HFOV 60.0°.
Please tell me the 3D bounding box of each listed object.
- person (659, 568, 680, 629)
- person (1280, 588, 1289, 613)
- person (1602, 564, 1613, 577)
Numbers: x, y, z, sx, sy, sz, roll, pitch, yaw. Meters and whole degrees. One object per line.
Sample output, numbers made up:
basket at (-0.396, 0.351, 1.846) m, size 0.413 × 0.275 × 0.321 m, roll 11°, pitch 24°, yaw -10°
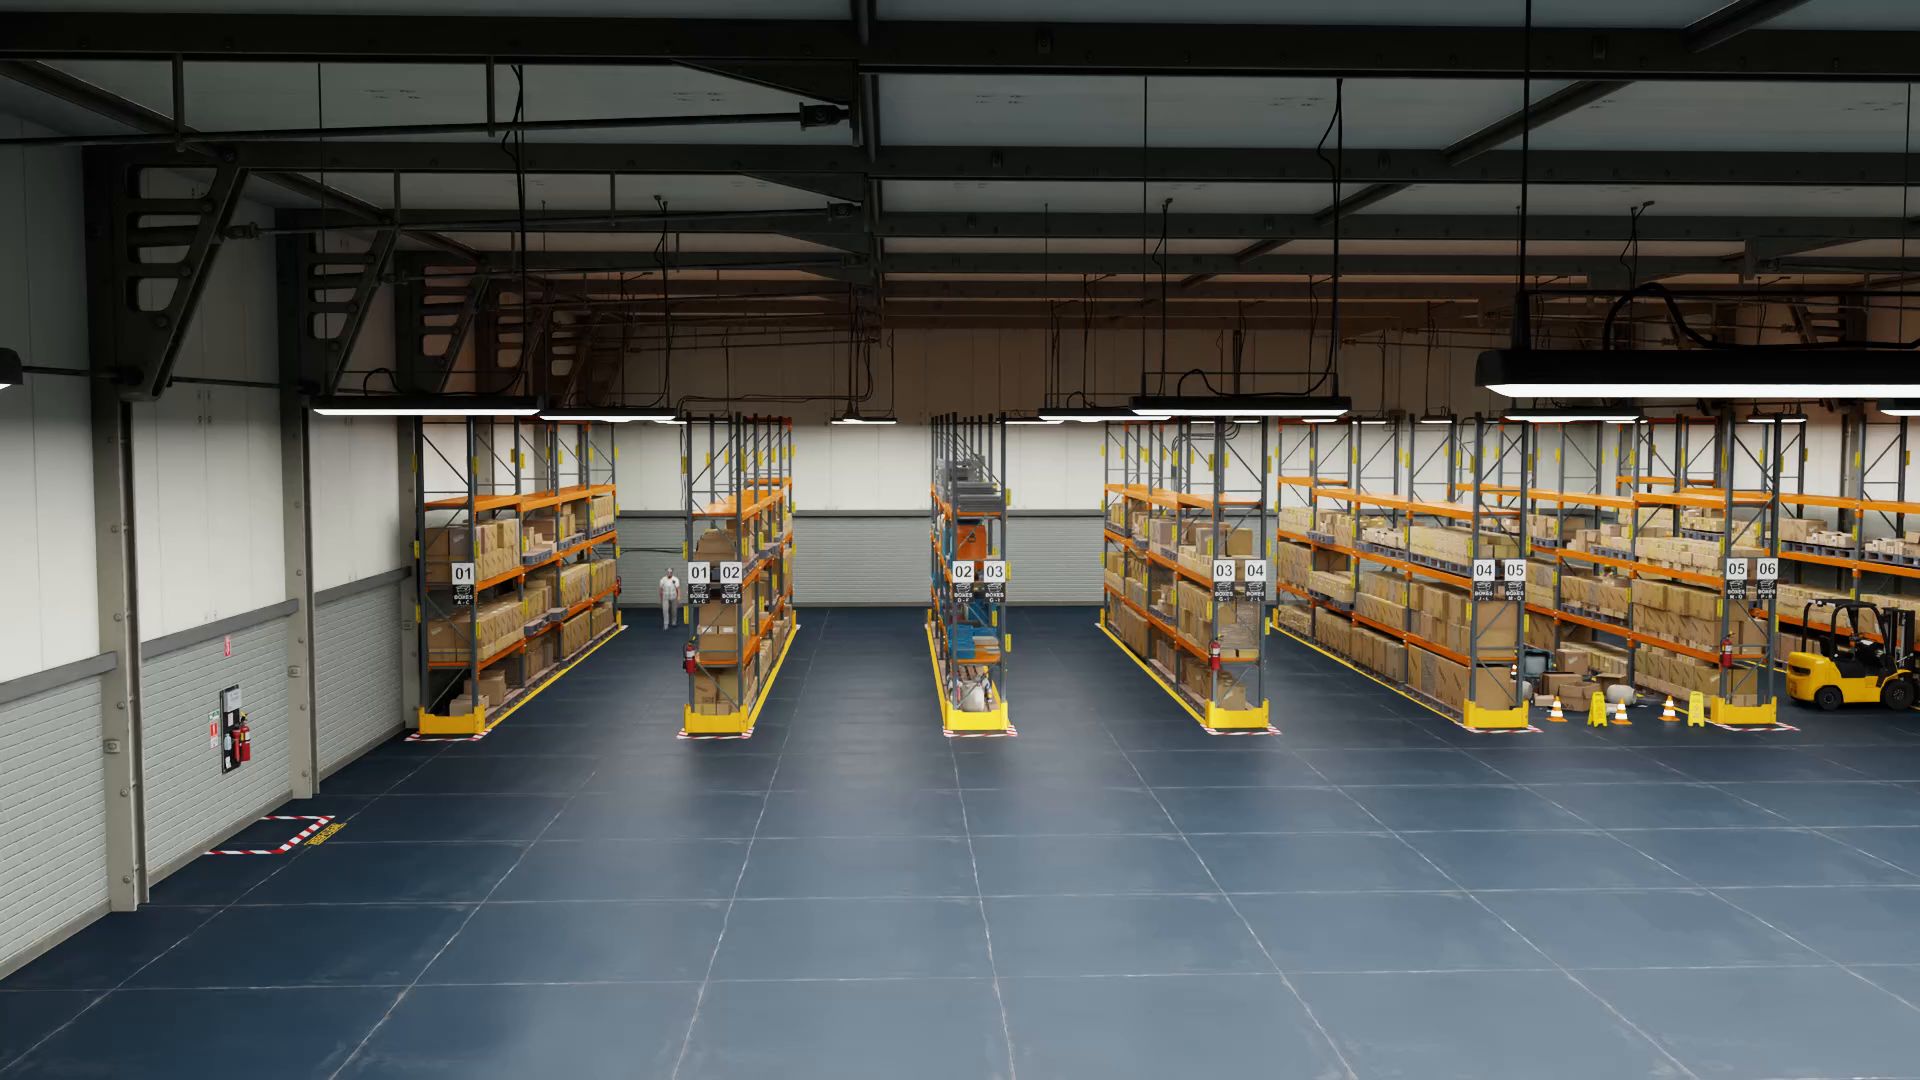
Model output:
person at (-8.256, 1.634, 47.264) m, size 0.618 × 1.703 × 1.067 m, roll 0°, pitch 4°, yaw -5°
person at (9.835, 1.478, 50.424) m, size 0.423 × 1.590 × 0.421 m, roll 4°, pitch 5°, yaw 42°
person at (19.225, 1.507, 49.353) m, size 1.063 × 1.719 × 0.577 m, roll 0°, pitch 4°, yaw -4°
